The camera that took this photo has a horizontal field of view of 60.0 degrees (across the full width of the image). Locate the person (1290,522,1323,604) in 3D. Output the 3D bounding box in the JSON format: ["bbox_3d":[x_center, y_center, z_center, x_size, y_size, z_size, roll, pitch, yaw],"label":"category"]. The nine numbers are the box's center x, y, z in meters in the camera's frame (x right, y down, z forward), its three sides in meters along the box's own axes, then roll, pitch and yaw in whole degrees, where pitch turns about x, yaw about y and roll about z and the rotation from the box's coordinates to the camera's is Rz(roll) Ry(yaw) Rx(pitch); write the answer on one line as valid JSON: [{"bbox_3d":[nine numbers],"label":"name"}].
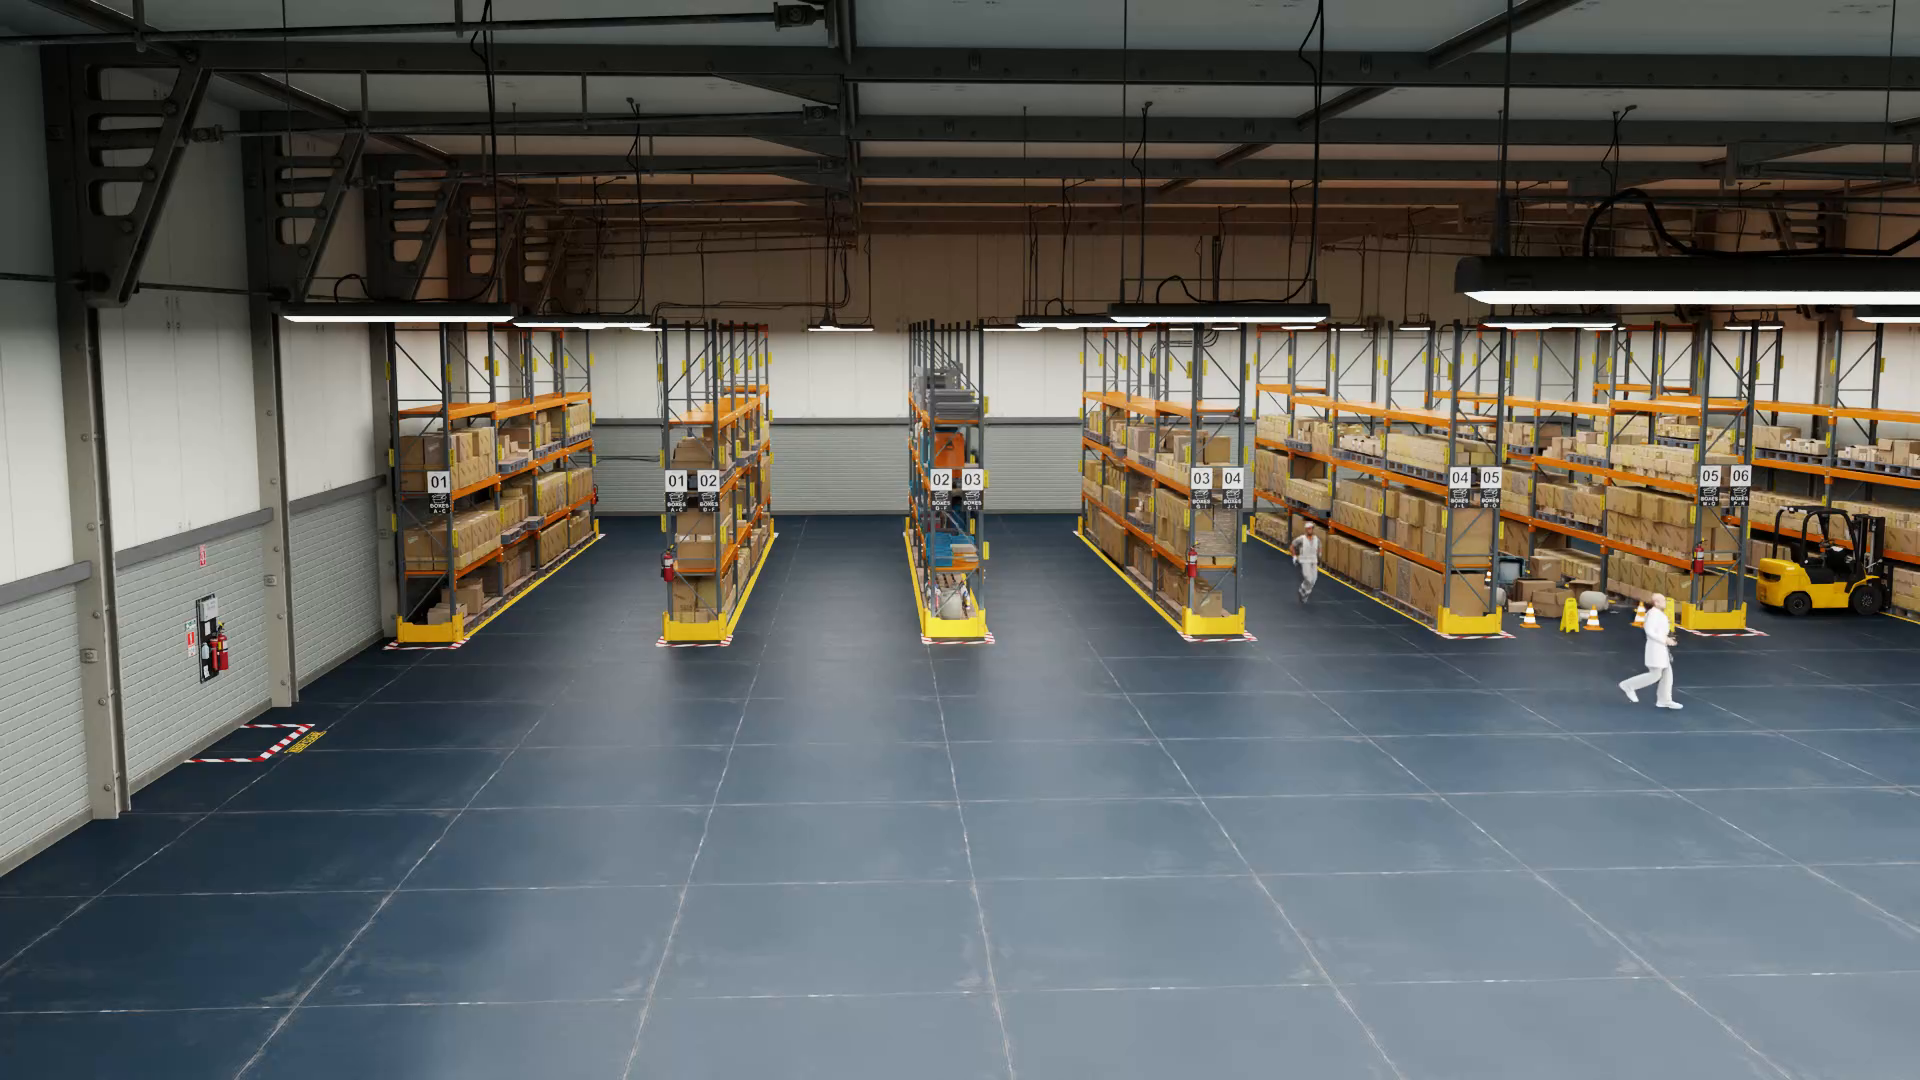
[{"bbox_3d":[7.380,0.503,35.113,0.649,1.741,0.642,-2,7,-16],"label":"person"}]

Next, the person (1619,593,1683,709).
[{"bbox_3d":[10.648,1.690,25.540,0.913,1.757,0.723,4,8,27],"label":"person"}]

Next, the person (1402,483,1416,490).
[{"bbox_3d":[13.288,-1.221,49.526,0.560,1.691,0.781,2,7,12],"label":"person"}]
